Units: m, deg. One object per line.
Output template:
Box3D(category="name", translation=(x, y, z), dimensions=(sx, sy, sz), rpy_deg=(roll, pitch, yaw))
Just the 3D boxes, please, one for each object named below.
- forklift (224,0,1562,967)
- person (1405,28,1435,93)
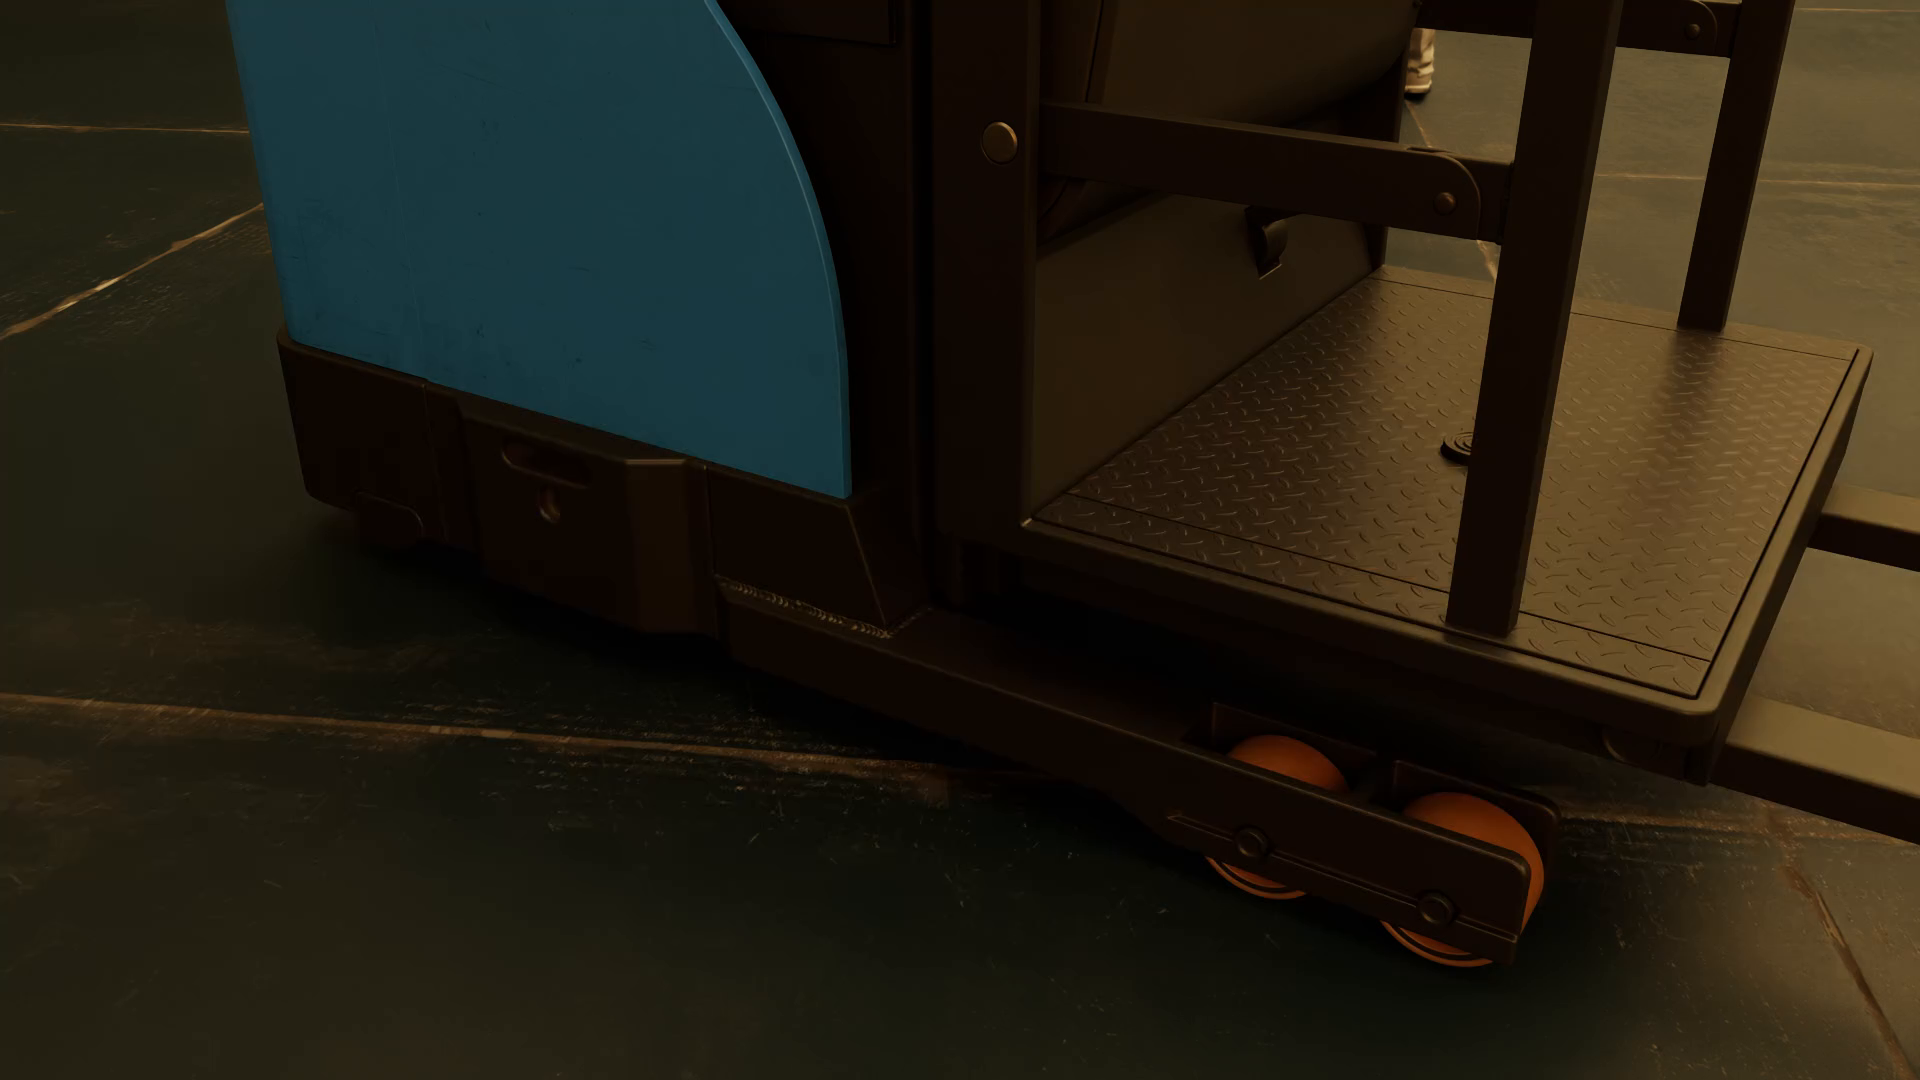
Box3D(category="forklift", translation=(0.066, -1.264, 1.822), dimensions=(1.939, 2.867, 1.129), rpy_deg=(16, 31, 29))
Box3D(category="person", translation=(1.267, -2.160, 4.977), dimensions=(0.568, 1.640, 0.501), rpy_deg=(0, 27, 1))
